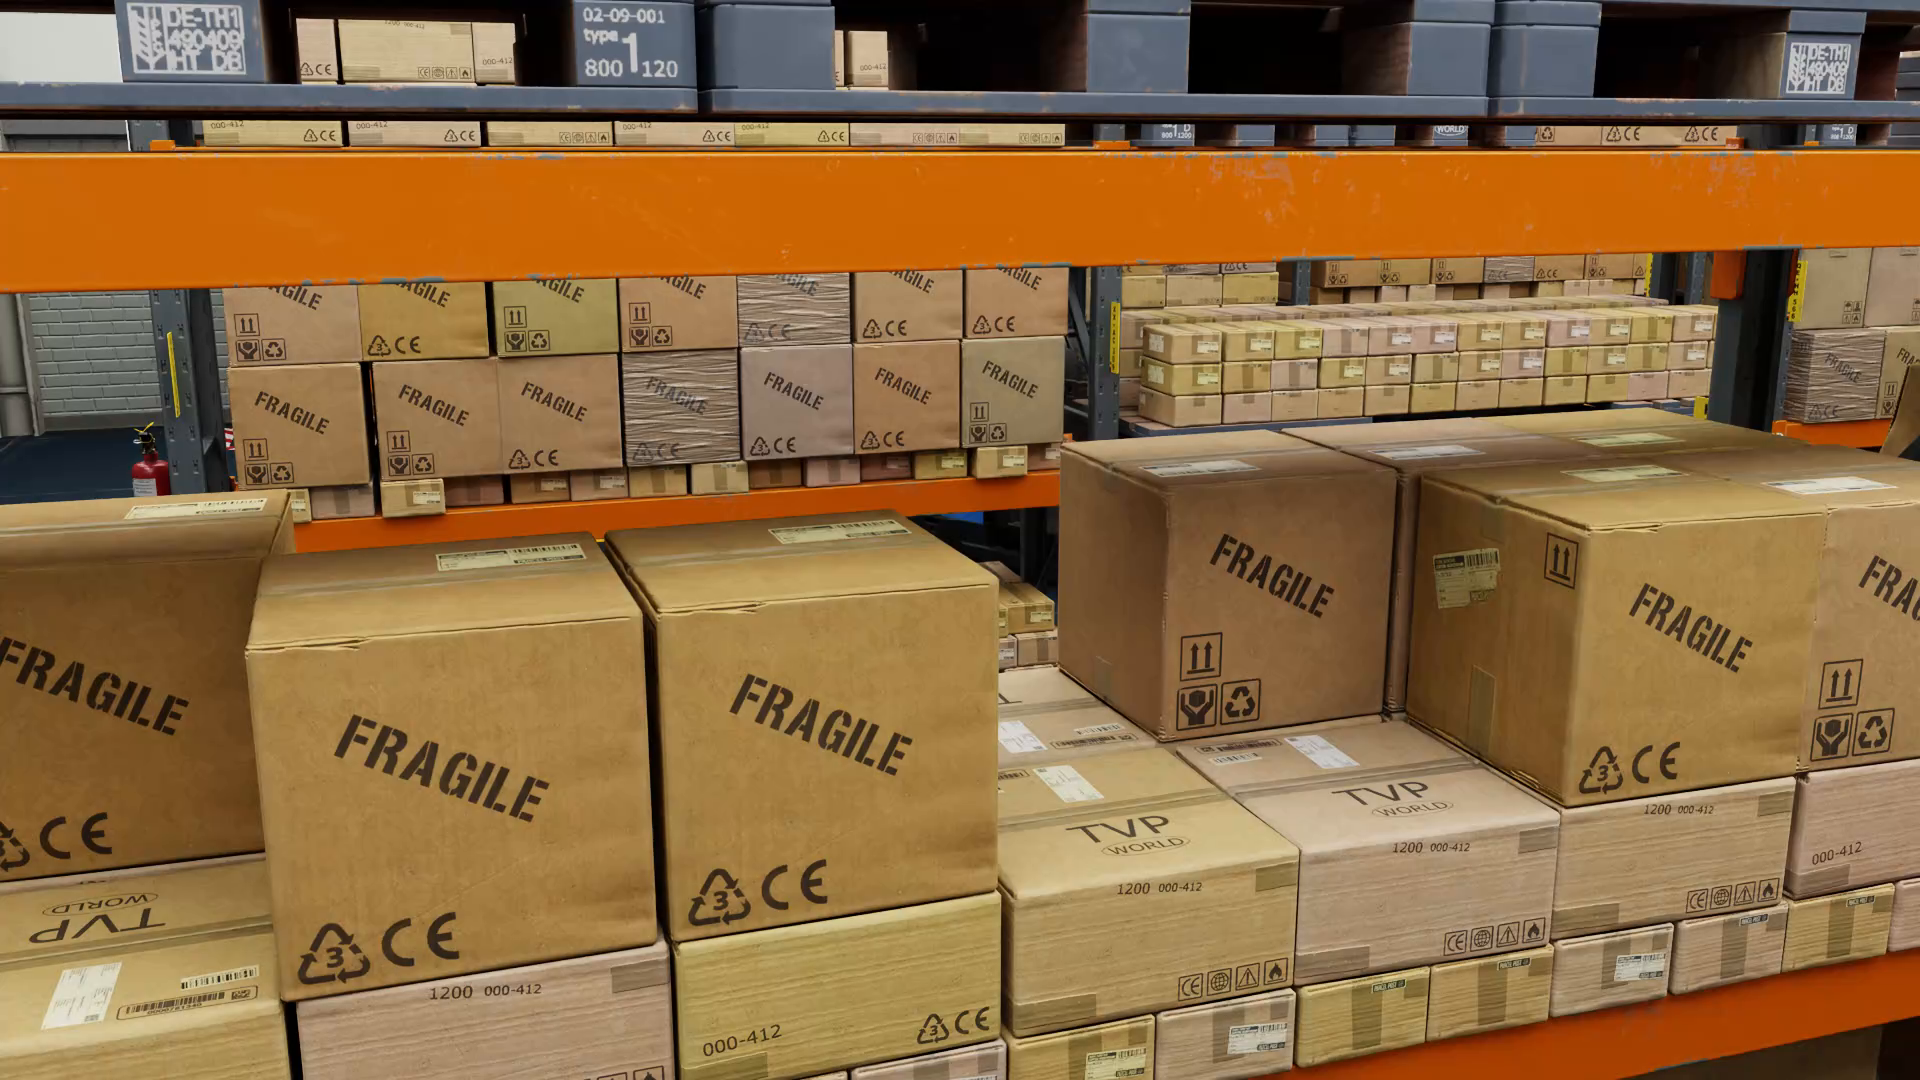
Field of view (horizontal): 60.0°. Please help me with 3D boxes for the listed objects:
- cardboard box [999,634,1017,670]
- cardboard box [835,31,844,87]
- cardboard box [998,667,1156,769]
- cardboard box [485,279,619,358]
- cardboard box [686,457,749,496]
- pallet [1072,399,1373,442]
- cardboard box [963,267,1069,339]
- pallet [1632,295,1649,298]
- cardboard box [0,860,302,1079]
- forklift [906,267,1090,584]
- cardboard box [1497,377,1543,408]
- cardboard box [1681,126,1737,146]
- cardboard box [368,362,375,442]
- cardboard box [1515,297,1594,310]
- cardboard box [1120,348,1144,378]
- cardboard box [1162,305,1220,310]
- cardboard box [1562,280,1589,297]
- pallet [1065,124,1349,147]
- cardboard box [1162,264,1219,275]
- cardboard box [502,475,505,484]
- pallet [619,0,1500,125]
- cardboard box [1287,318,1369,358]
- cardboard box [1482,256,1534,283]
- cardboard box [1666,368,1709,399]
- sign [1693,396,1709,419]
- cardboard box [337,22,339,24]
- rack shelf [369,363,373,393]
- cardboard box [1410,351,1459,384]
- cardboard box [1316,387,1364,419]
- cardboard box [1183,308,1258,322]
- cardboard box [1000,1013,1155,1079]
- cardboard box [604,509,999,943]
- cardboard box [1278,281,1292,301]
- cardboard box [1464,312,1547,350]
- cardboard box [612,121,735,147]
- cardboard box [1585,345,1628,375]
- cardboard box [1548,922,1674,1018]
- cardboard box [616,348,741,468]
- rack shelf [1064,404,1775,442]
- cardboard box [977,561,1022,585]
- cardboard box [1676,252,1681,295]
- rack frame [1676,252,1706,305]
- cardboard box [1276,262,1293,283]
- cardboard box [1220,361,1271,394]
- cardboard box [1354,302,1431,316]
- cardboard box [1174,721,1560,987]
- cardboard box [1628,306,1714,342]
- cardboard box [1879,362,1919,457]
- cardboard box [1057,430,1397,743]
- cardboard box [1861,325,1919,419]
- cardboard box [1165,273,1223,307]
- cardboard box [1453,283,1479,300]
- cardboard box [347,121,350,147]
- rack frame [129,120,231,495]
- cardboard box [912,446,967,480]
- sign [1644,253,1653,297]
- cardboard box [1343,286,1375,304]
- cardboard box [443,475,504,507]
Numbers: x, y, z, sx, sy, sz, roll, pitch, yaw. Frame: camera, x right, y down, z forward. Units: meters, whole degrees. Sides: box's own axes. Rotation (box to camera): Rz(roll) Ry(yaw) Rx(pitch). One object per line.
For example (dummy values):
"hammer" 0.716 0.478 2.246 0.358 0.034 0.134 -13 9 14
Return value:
"cardboard box" 0.090 0.513 8.113 0.250 0.149 0.380 -5 14 -21
"cardboard box" -0.806 -2.105 7.270 0.500 0.250 0.500 -4 14 -16
"cardboard box" 0.065 0.470 3.365 0.500 0.250 0.500 -4 14 -18
"cardboard box" -1.765 -1.072 7.147 0.500 0.500 0.500 -5 14 -19
"cardboard box" -1.115 -0.314 7.525 0.250 0.149 0.380 -4 14 -17
"pallet" 1.311 -0.571 8.477 1.213 0.211 1.003 -4 14 -18
"cardboard box" 0.181 -1.226 7.795 0.500 0.500 0.500 -5 14 -20
"pallet" 5.677 -2.191 15.286 1.213 0.211 1.003 -4 14 -18
"cardboard box" -1.224 0.702 2.389 0.500 0.250 0.500 -5 14 -20
"forklift" 0.837 -1.244 11.041 3.031 2.935 1.130 12 18 42
"cardboard box" 2.793 -0.787 8.604 0.250 0.149 0.380 -4 14 -16
"cardboard box" 3.871 -2.345 8.823 0.500 0.500 0.500 -4 14 -18
"cardboard box" -2.907 -0.628 7.442 0.500 0.500 0.500 -4 14 -17
"cardboard box" 3.343 -1.278 9.382 0.250 0.149 0.380 -5 14 -18
"cardboard box" 0.854 -0.940 8.604 0.250 0.149 0.380 -4 14 -16
"cardboard box" 1.781 -1.805 13.574 0.500 0.250 0.500 -4 14 -17
"cardboard box" 5.319 -2.230 14.673 0.250 0.149 0.380 -4 14 -18
"pallet" 1.159 -2.030 8.120 1.003 0.211 1.213 -4 14 -18
"cardboard box" 1.766 -2.414 13.431 0.500 0.500 0.500 -4 14 -17
"cardboard box" -2.058 -0.378 7.791 0.250 0.149 0.380 -5 14 -21
"pallet" 0.093 -0.814 2.792 1.213 0.211 1.003 -4 14 -18
"cardboard box" 1.803 -0.998 8.207 0.250 0.149 0.380 -5 14 -19
"cardboard box" 4.626 -2.510 14.445 0.500 0.500 0.500 -5 14 -20
"cardboard box" 3.774 -0.862 8.922 0.250 0.149 0.380 -4 14 -18
"sign" 1.844 -0.188 4.120 0.005 0.325 0.100 -4 14 -18
"cardboard box" -2.772 -2.259 7.057 0.250 0.149 0.380 -4 14 -17
"rack shelf" -3.030 -1.221 12.348 4.000 0.370 1.077 -4 14 -18
"cardboard box" 2.302 -0.893 8.408 0.250 0.149 0.380 -5 14 -19
"cardboard box" 1.797 -0.708 8.273 0.250 0.149 0.380 -4 14 -18
"cardboard box" 1.358 -1.123 8.731 0.250 0.149 0.380 -5 14 -20
"cardboard box" 0.134 0.805 2.820 0.250 0.149 0.380 -5 14 -19
"cardboard box" -0.261 0.261 2.624 0.500 0.500 0.500 -5 14 -20
"cardboard box" 2.892 -2.172 14.425 0.250 0.149 0.380 -4 14 -16
"cardboard box" 2.786 -1.075 8.531 0.250 0.149 0.380 -4 14 -15
"cardboard box" -1.267 -1.823 7.166 0.500 0.250 0.500 -5 14 -18
"cardboard box" 3.270 -0.967 8.721 0.250 0.149 0.380 -4 14 -18
"cardboard box" 1.110 0.729 3.141 0.250 0.149 0.380 -4 14 -17
"cardboard box" -1.289 -0.628 7.443 0.500 0.500 0.500 -5 14 -20
"rack shelf" 2.435 -0.438 9.056 4.000 0.370 1.077 -4 14 -18
"cardboard box" 0.147 0.233 8.649 0.250 0.149 0.380 -4 14 -16
"cardboard box" 6.789 -2.590 15.689 0.500 0.500 0.500 -5 14 -20
"rack frame" 6.448 -2.309 15.367 0.127 3.000 1.000 -4 14 -18
"cardboard box" 2.999 -2.506 14.429 0.500 0.500 0.500 -5 14 -20
"cardboard box" 1.305 -0.815 8.079 0.250 0.149 0.380 -5 14 -19
"cardboard box" 2.348 -1.200 9.057 0.250 0.149 0.380 -5 14 -19
"cardboard box" 0.718 0.550 3.030 0.500 0.250 0.500 -4 14 -17
"cardboard box" 3.774 -1.152 8.854 0.250 0.149 0.380 -5 14 -19
"cardboard box" 2.629 -0.131 3.826 0.637 0.503 0.797 -5 14 -20
"cardboard box" 0.530 0.072 3.419 0.500 0.500 0.500 -5 14 -20
"cardboard box" 5.324 -0.996 9.633 0.500 0.500 0.500 -5 14 -19
"cardboard box" 1.794 -2.054 13.539 0.500 0.250 0.500 -5 14 -20
"cardboard box" 4.303 -2.183 14.472 0.250 0.149 0.380 -4 14 -16
"cardboard box" -2.905 -1.823 7.166 0.500 0.250 0.500 -5 14 -19
"rack frame" -3.251 -0.345 7.111 0.127 3.000 1.000 -4 14 -18
"cardboard box" -0.138 -0.396 7.869 0.250 0.149 0.380 -4 14 -16
"sign" 4.151 -1.620 9.970 0.005 0.325 0.100 -4 14 -18
"cardboard box" 3.302 -2.092 14.093 0.250 0.149 0.380 -5 14 -22
"cardboard box" -2.138 -0.260 7.297 0.250 0.149 0.380 -4 14 -15
